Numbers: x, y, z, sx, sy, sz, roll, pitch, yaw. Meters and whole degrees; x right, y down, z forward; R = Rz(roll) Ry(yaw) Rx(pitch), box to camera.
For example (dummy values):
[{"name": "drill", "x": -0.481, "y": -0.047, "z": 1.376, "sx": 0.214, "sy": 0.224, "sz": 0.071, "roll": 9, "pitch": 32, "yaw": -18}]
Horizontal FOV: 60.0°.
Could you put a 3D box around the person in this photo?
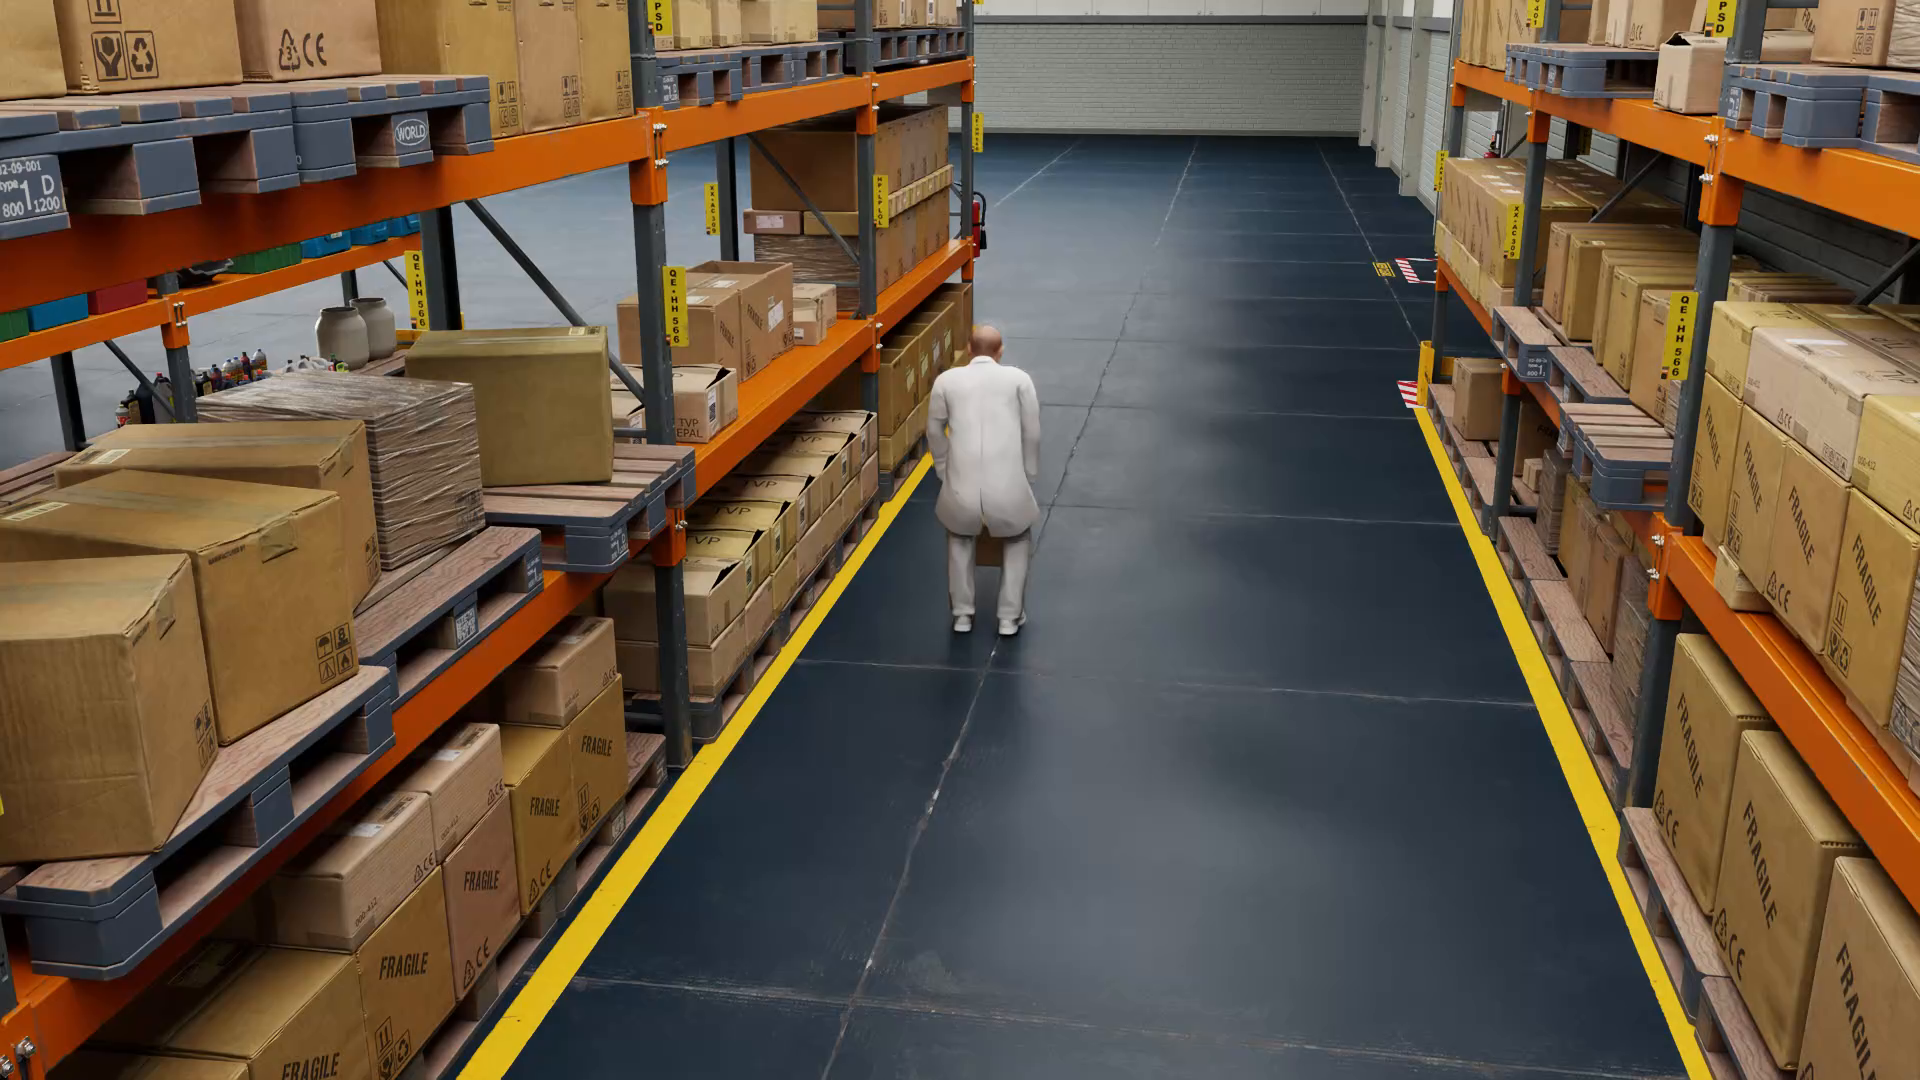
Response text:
[{"name": "person", "x": 0.118, "y": -0.310, "z": 8.842, "sx": 0.620, "sy": 1.612, "sz": 0.564, "roll": 3, "pitch": 18, "yaw": 9}]
